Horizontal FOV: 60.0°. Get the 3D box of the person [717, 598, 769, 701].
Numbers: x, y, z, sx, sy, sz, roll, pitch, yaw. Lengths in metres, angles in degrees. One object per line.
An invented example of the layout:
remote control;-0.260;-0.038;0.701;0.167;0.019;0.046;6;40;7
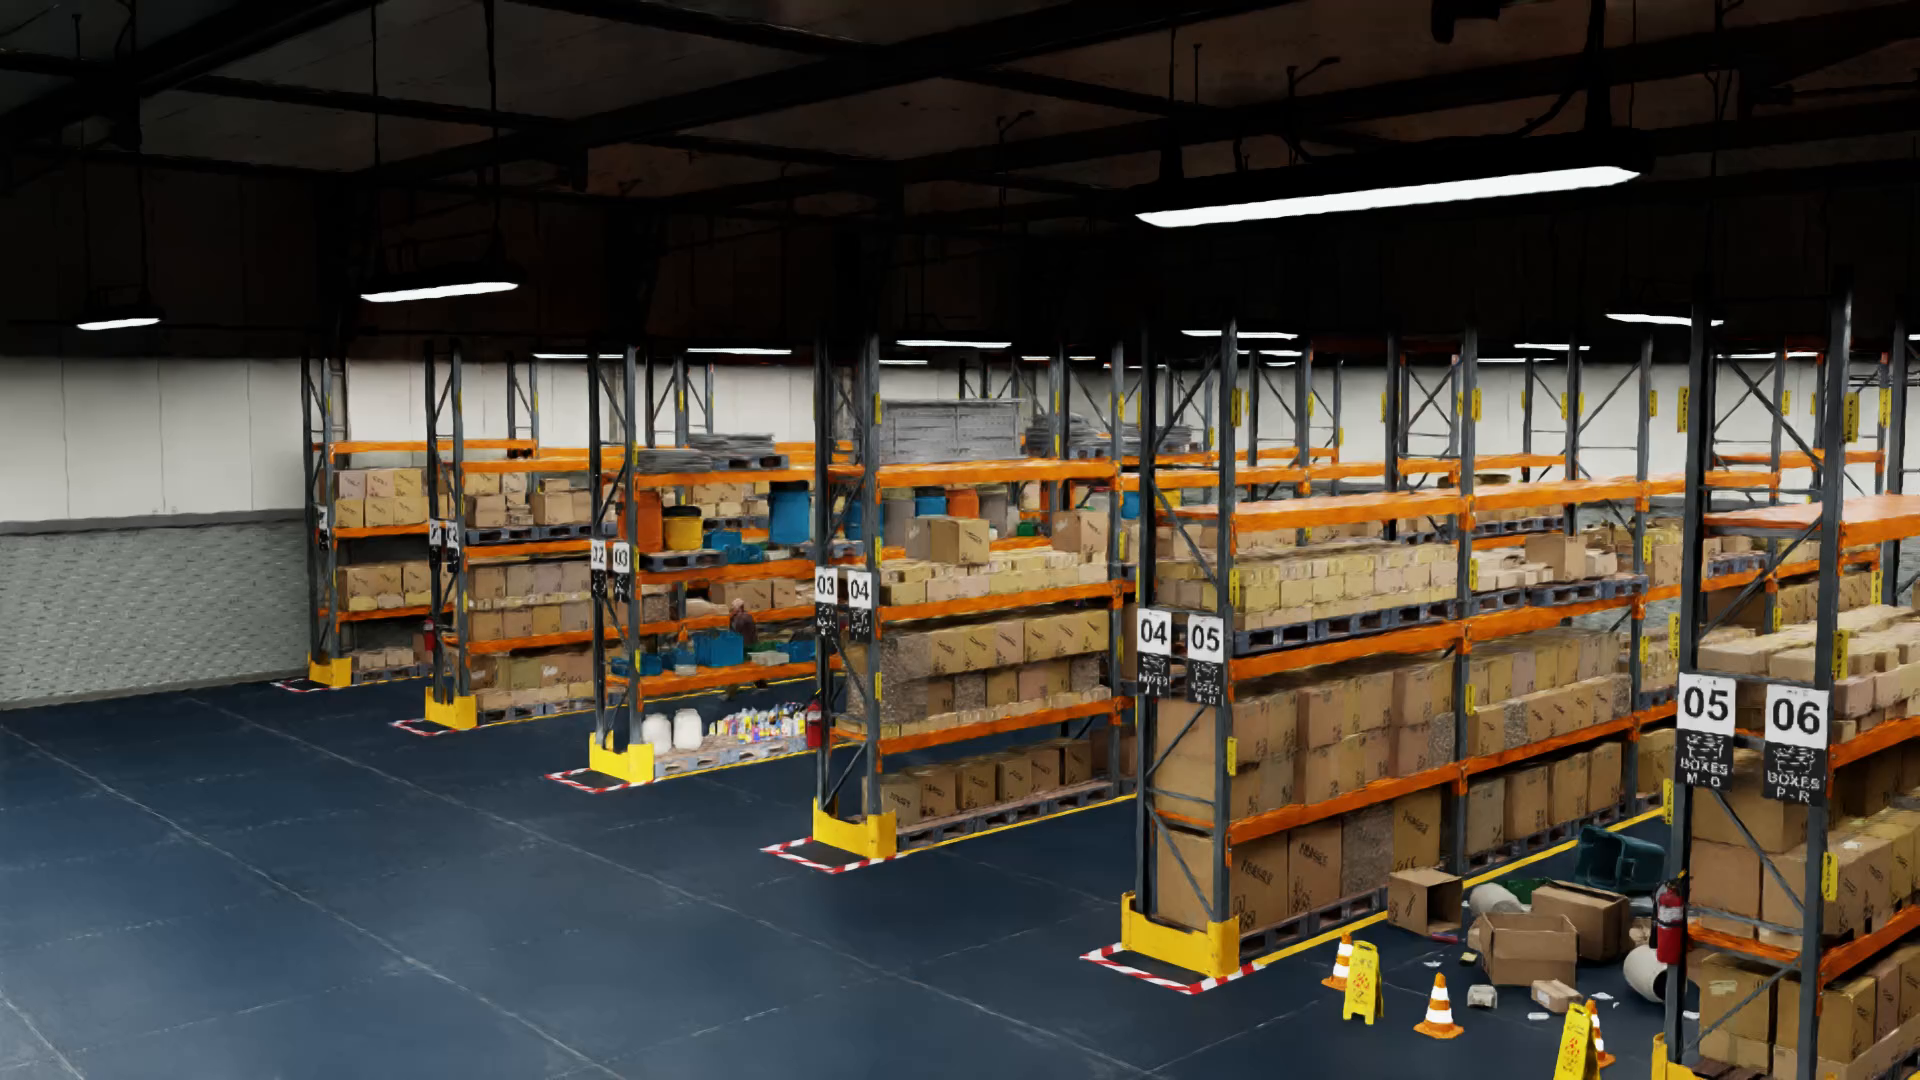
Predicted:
person;-3.713;1.884;28.092;1.171;1.588;0.598;-4;7;-40
